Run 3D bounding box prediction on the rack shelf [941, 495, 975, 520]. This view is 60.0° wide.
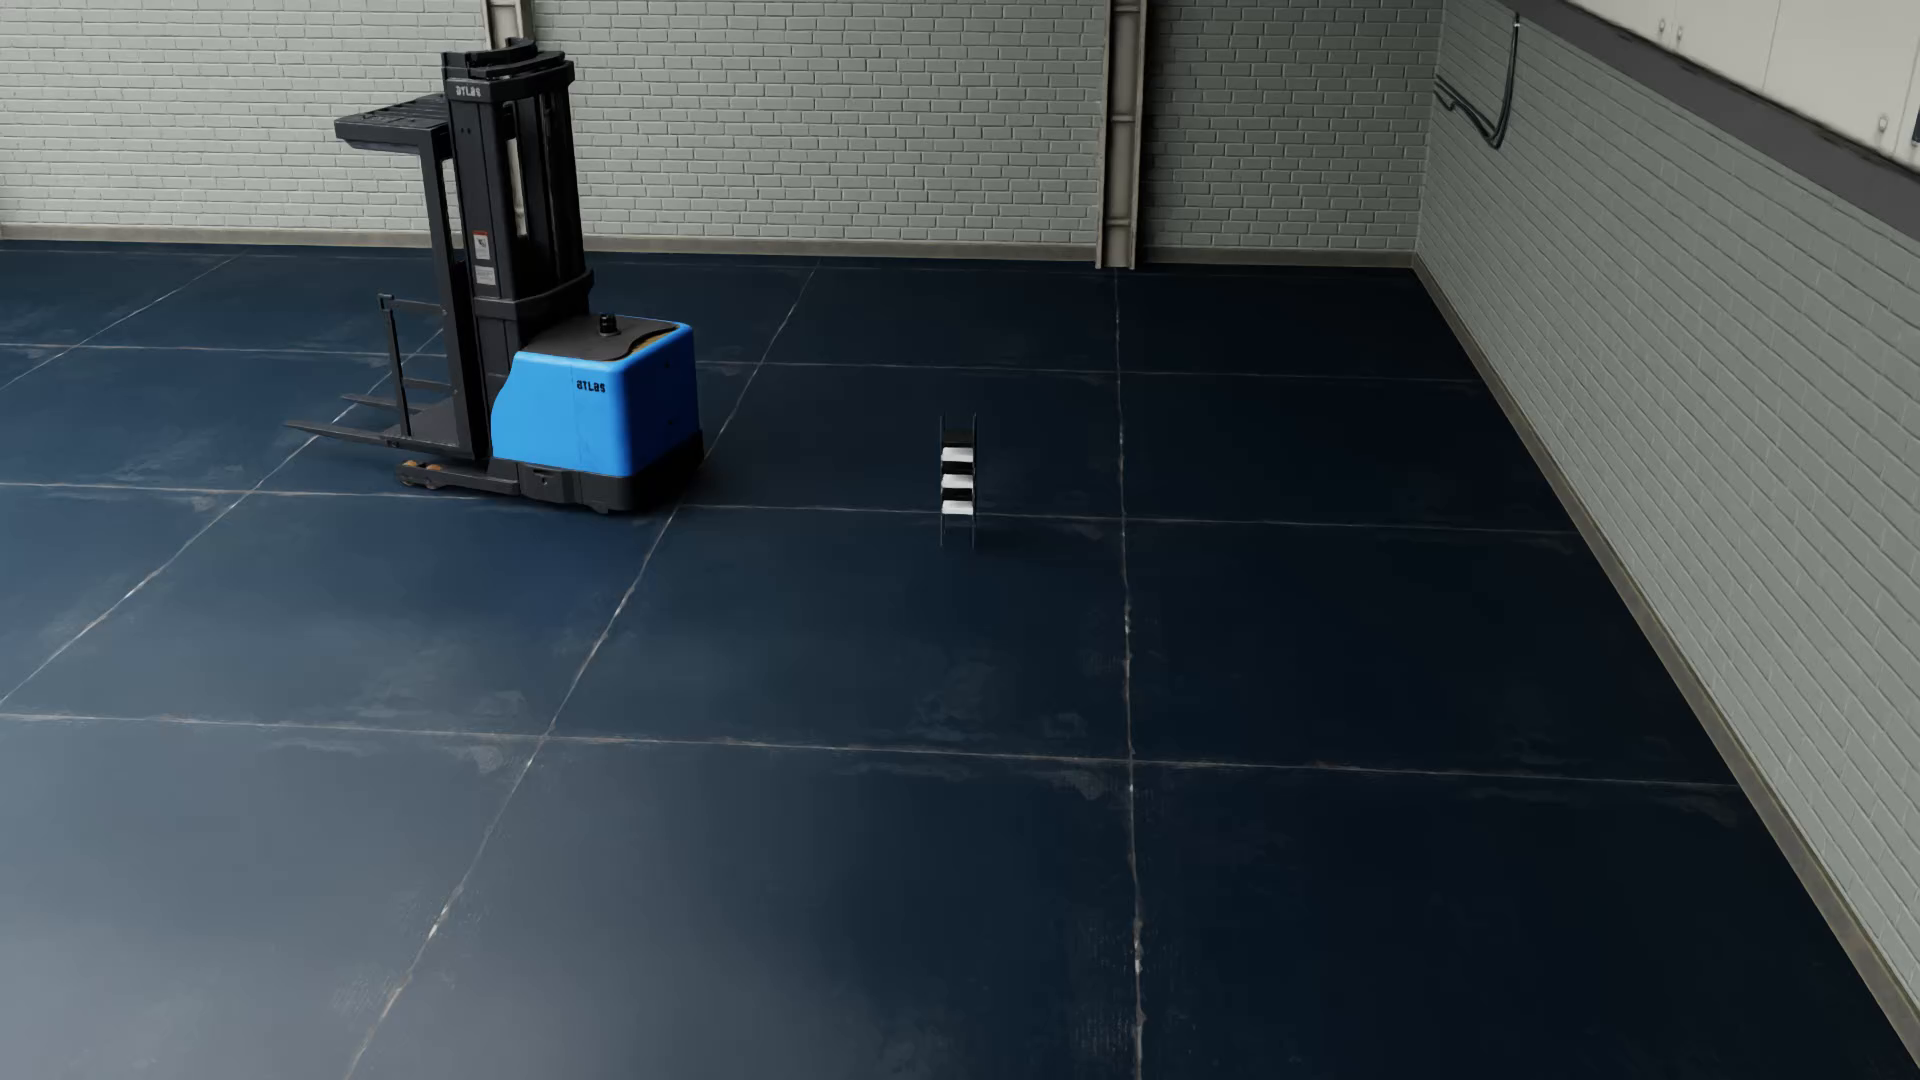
[{"bbox_3d":[-0.008,-0.215,10.652,0.200,0.077,0.258,2,25,4],"label":"rack shelf"}]

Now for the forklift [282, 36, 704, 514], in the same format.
[{"bbox_3d":[-3.387,-1.878,11.325,3.031,2.935,1.130,9,26,19],"label":"forklift"}]

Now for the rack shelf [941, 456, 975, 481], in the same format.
[{"bbox_3d":[-0.008,-0.461,10.539,0.200,0.077,0.258,2,25,4],"label":"rack shelf"}]

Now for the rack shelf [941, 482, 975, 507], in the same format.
[{"bbox_3d":[-0.008,-0.297,10.614,0.200,0.077,0.258,2,25,4],"label":"rack shelf"}]

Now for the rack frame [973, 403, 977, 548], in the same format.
[{"bbox_3d":[0.093,-0.406,10.555,0.006,0.900,0.240,2,25,4],"label":"rack frame"}]

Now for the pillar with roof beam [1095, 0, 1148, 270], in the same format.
[{"bbox_3d":[1.239,-5.069,11.002,0.400,9.000,9.100,2,25,4],"label":"pillar with roof beam"}]

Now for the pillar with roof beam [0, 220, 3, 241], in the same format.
[{"bbox_3d":[-10.726,-5.453,11.836,0.400,9.000,9.100,2,25,4],"label":"pillar with roof beam"}]

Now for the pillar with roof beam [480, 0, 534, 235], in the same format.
[{"bbox_3d":[-4.744,-5.261,11.419,0.400,9.000,9.100,2,25,4],"label":"pillar with roof beam"}]

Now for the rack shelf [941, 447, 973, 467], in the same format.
[{"bbox_3d":[-0.008,-0.542,10.501,0.200,0.077,0.258,2,25,4],"label":"rack shelf"}]

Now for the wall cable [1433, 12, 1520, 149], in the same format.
[{"bbox_3d":[4.404,-4.808,14.148,0.112,2.526,3.097,2,25,4],"label":"wall cable"}]

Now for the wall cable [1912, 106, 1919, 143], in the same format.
[{"bbox_3d":[3.662,-3.807,4.190,0.169,6.003,2.305,2,25,4],"label":"wall cable"}]

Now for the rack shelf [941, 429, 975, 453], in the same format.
[{"bbox_3d":[-0.008,-0.624,10.464,0.200,0.077,0.258,2,25,4],"label":"rack shelf"}]

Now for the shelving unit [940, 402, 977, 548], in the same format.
[{"bbox_3d":[-0.008,-0.409,10.562,0.210,0.900,0.258,2,25,4],"label":"shelving unit"}]

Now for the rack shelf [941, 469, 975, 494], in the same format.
[{"bbox_3d":[-0.008,-0.379,10.576,0.200,0.077,0.258,2,25,4],"label":"rack shelf"}]

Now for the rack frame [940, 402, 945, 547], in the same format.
[{"bbox_3d":[-0.109,-0.412,10.570,0.006,0.900,0.240,2,25,4],"label":"rack frame"}]
